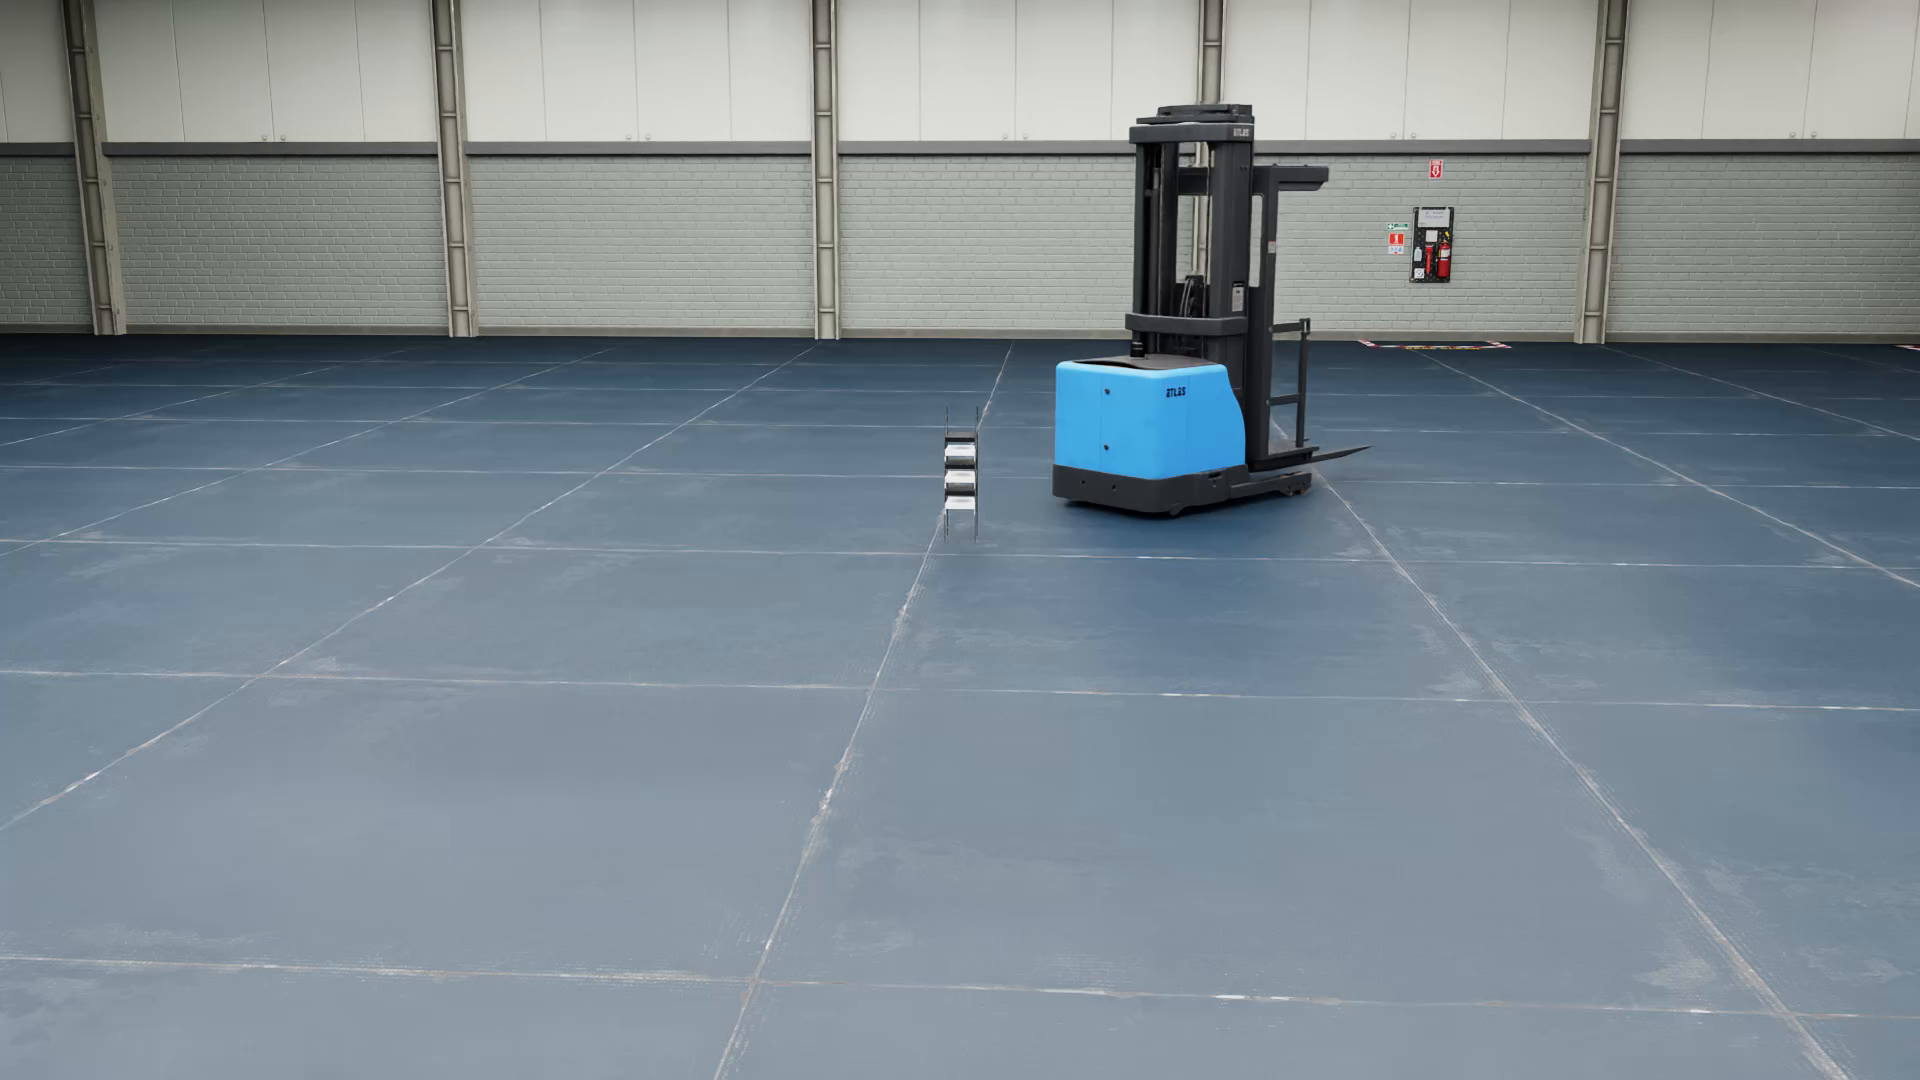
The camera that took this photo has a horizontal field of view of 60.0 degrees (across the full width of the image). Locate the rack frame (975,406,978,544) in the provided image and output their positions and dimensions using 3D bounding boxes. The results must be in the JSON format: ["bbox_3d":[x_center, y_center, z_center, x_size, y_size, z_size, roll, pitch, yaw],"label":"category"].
[{"bbox_3d":[0.110,-0.439,11.169,0.006,0.900,0.240,1,12,4],"label":"rack frame"}]

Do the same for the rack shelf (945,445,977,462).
[{"bbox_3d":[0.008,-0.584,11.145,0.200,0.077,0.258,1,12,4],"label":"rack shelf"}]

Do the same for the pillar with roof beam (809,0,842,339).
[{"bbox_3d":[-2.413,-6.780,21.702,0.400,9.000,9.100,1,12,4],"label":"pillar with roof beam"}]

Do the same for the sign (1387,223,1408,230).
[{"bbox_3d":[6.844,-4.904,26.005,0.331,0.109,0.001,1,12,4],"label":"sign"}]

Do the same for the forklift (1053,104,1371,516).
[{"bbox_3d":[2.115,-1.840,12.906,3.031,2.935,1.130,-11,16,-42],"label":"forklift"}]

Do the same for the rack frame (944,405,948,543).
[{"bbox_3d":[-0.093,-0.442,11.182,0.006,0.900,0.240,1,12,4],"label":"rack frame"}]

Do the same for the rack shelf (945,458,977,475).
[{"bbox_3d":[0.008,-0.496,11.164,0.200,0.077,0.258,1,12,4],"label":"rack shelf"}]

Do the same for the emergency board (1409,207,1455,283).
[{"bbox_3d":[7.384,-4.600,25.935,0.643,1.169,0.194,1,12,4],"label":"emergency board"}]

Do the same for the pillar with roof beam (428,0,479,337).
[{"bbox_3d":[-8.400,-6.862,22.094,0.400,9.000,9.100,1,12,4],"label":"pillar with roof beam"}]

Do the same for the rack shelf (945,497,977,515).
[{"bbox_3d":[0.008,-0.232,11.219,0.200,0.077,0.258,1,12,4],"label":"rack shelf"}]

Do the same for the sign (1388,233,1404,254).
[{"bbox_3d":[6.840,-4.647,26.068,0.234,0.329,0.001,1,12,4],"label":"sign"}]

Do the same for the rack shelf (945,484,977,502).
[{"bbox_3d":[0.008,-0.320,11.201,0.200,0.077,0.258,1,12,4],"label":"rack shelf"}]

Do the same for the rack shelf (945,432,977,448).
[{"bbox_3d":[0.008,-0.672,11.127,0.200,0.077,0.258,1,12,4],"label":"rack shelf"}]

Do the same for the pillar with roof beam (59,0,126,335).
[{"bbox_3d":[-14.386,-6.944,22.487,0.400,9.000,9.100,1,12,4],"label":"pillar with roof beam"}]

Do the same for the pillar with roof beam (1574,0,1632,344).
[{"bbox_3d":[9.560,-6.616,20.917,0.400,9.000,9.100,1,12,4],"label":"pillar with roof beam"}]

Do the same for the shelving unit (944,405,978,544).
[{"bbox_3d":[0.008,-0.440,11.175,0.210,0.900,0.258,1,12,4],"label":"shelving unit"}]

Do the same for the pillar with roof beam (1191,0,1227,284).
[{"bbox_3d":[3.573,-6.698,21.310,0.400,9.000,9.100,1,12,4],"label":"pillar with roof beam"}]

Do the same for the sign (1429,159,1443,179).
[{"bbox_3d":[7.383,-5.756,25.795,0.199,0.298,0.001,1,12,4],"label":"sign"}]

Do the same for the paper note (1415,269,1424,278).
[{"bbox_3d":[7.212,-4.186,26.104,0.142,0.148,0.016,1,12,4],"label":"paper note"}]

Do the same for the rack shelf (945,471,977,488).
[{"bbox_3d":[0.008,-0.408,11.182,0.200,0.077,0.258,1,12,4],"label":"rack shelf"}]
